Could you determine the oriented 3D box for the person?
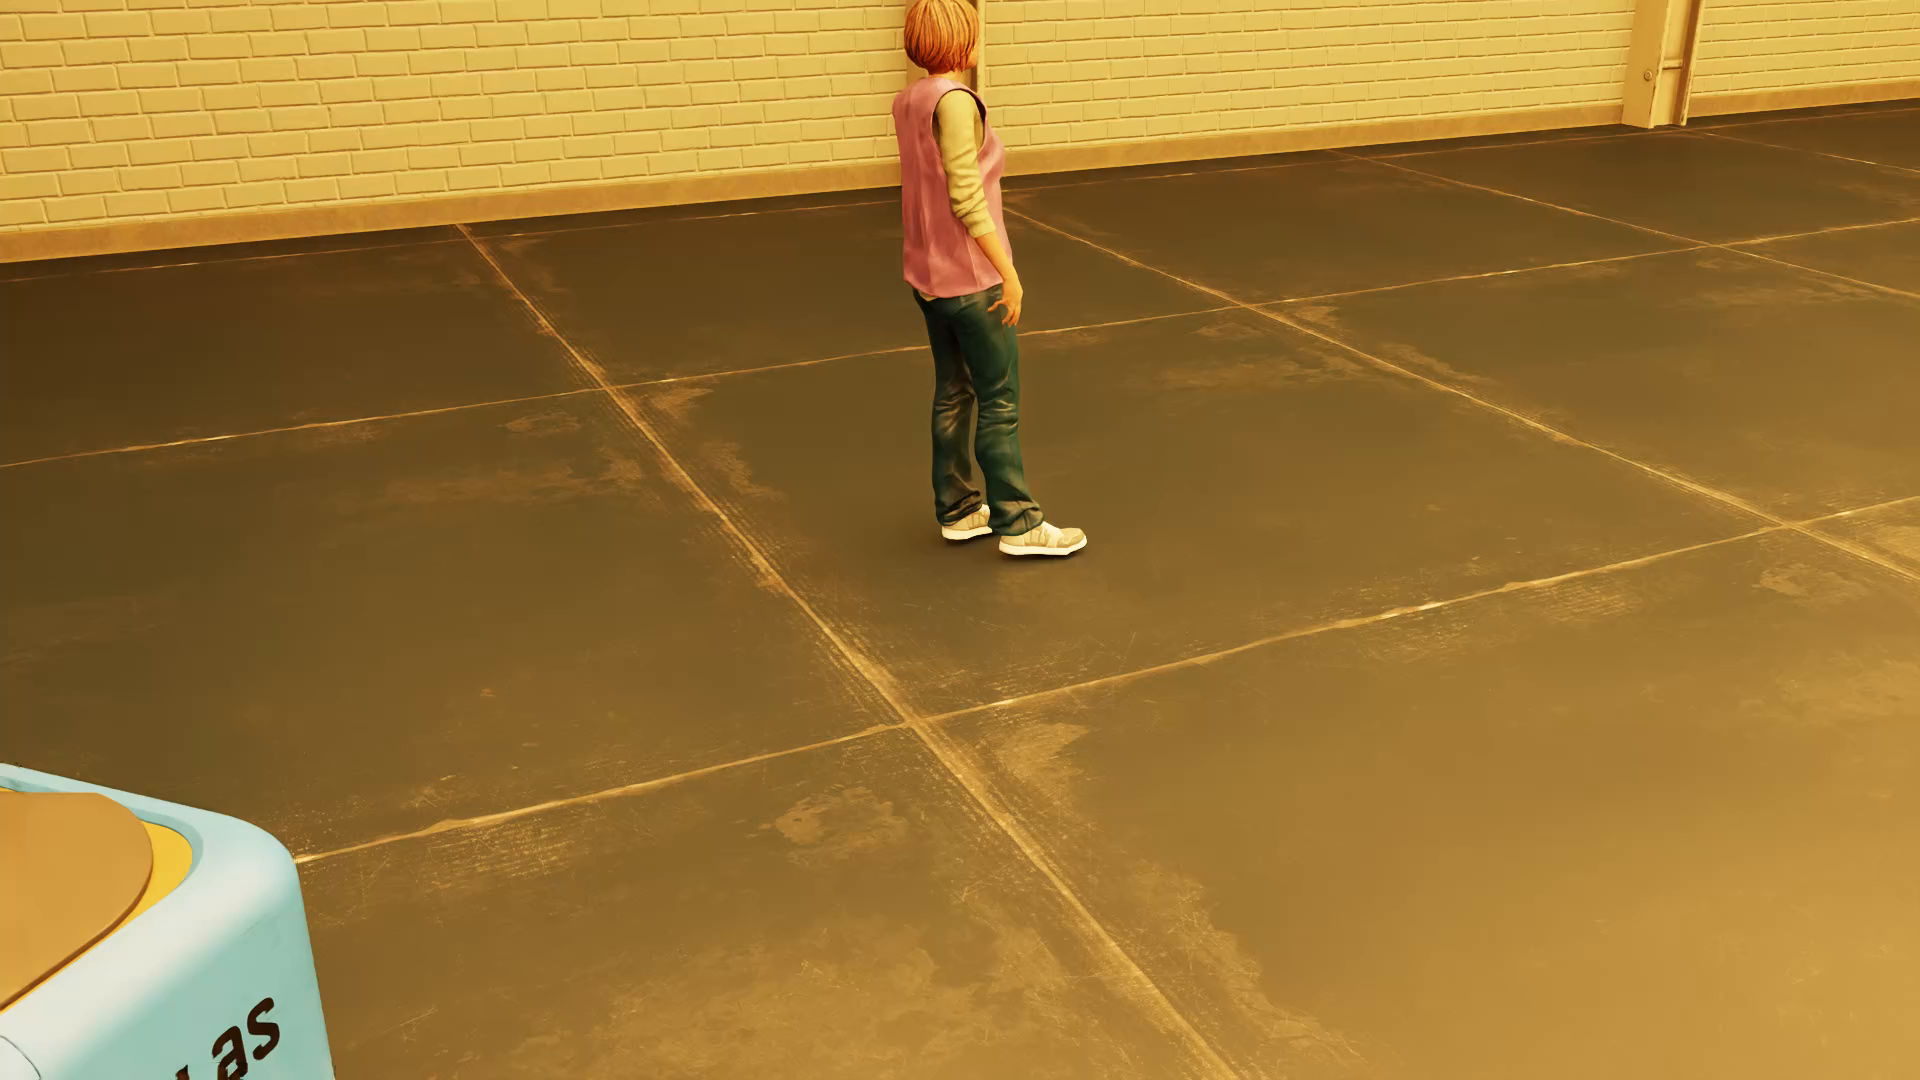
[{"bbox_3d":[0.074,-0.745,4.818,0.473,1.585,0.520,-10,25,-23],"label":"person"}]
